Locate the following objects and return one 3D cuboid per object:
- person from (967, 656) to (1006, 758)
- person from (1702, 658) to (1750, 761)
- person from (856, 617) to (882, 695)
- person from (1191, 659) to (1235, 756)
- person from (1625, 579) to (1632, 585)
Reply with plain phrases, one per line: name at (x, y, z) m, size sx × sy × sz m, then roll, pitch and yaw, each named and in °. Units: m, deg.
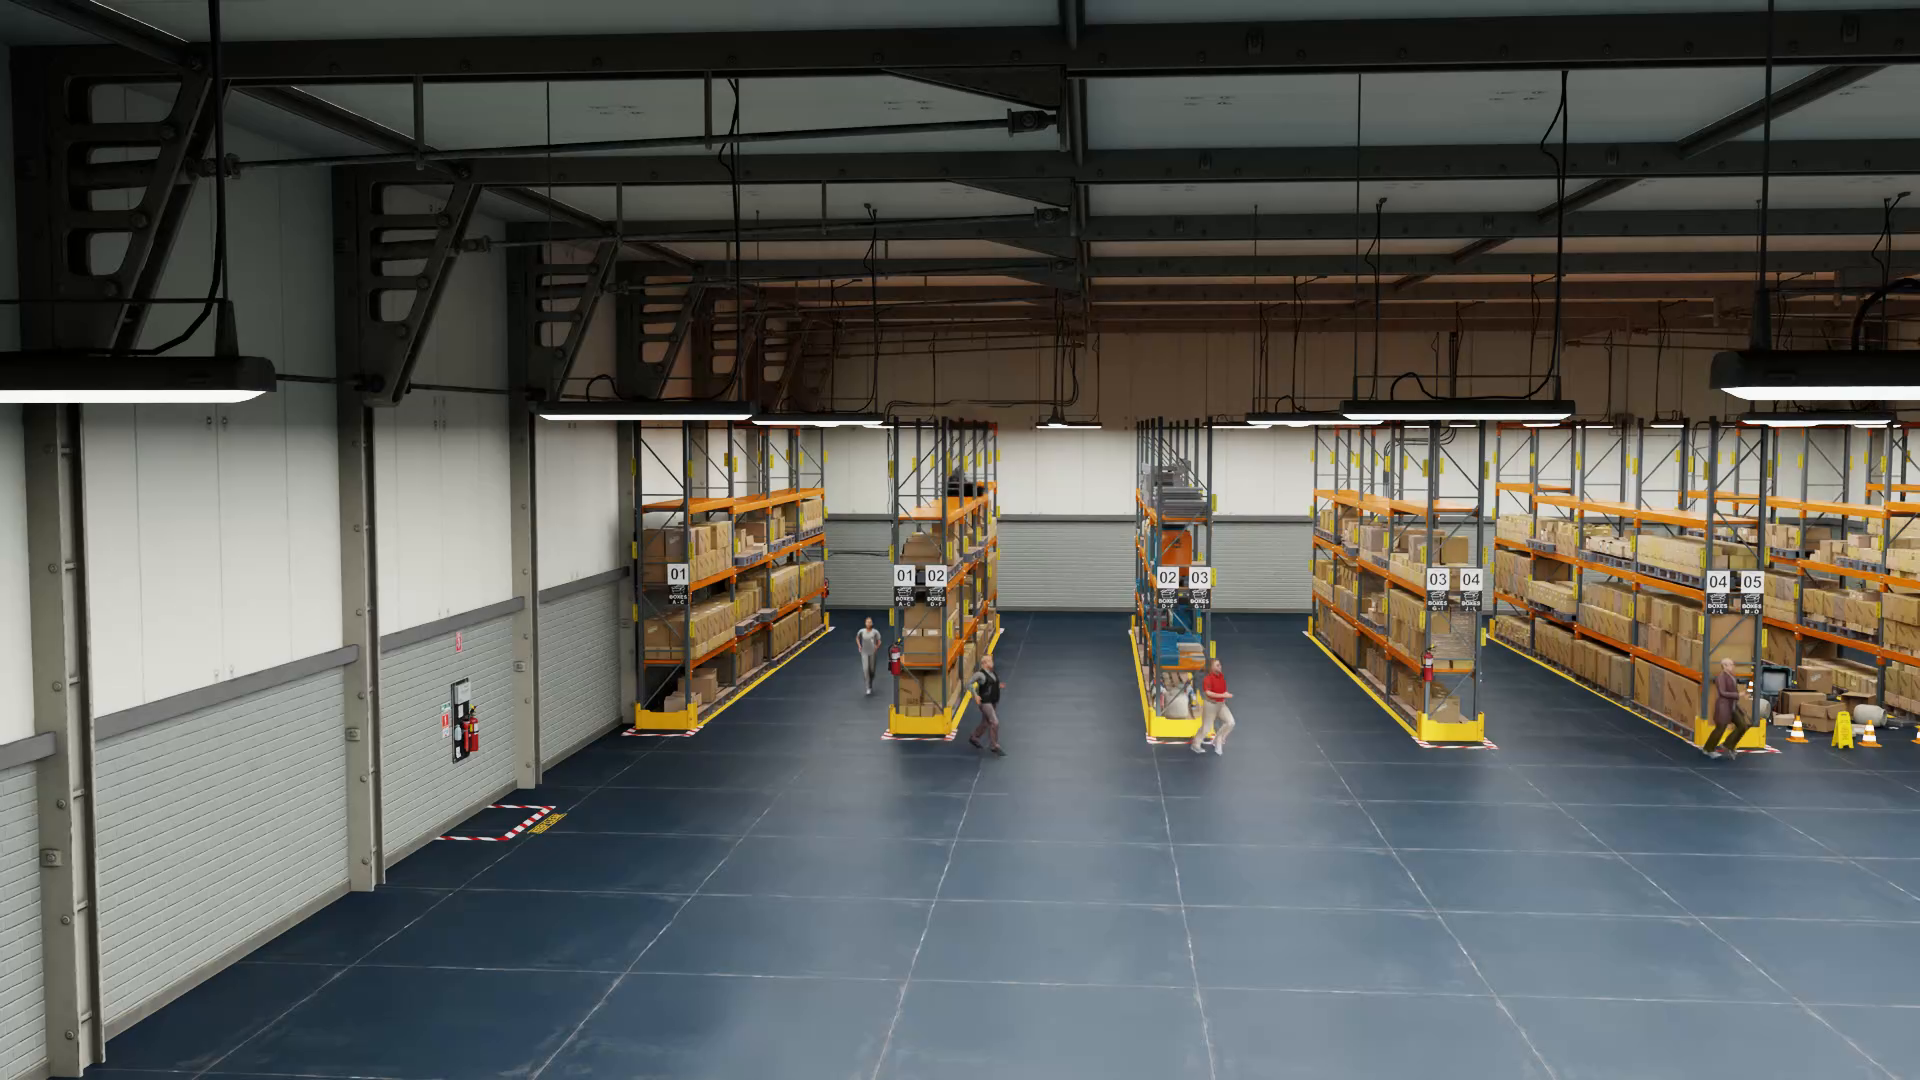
person at (0.484, 2.925, 29.455) m, size 0.859 × 1.762 × 0.637 m, roll 2°, pitch 4°, yaw 31°
person at (13.328, 2.950, 28.884) m, size 0.699 × 1.803 × 0.812 m, roll -3°, pitch 5°, yaw -39°
person at (-2.004, 2.521, 36.524) m, size 0.567 × 1.667 × 0.808 m, roll 0°, pitch 4°, yaw -2°
person at (4.505, 2.954, 29.311) m, size 0.675 × 1.714 × 0.871 m, roll -3°, pitch 5°, yaw -41°
person at (19.079, 1.786, 47.211) m, size 0.655 × 1.725 × 0.732 m, roll 1°, pitch 4°, yaw 16°
